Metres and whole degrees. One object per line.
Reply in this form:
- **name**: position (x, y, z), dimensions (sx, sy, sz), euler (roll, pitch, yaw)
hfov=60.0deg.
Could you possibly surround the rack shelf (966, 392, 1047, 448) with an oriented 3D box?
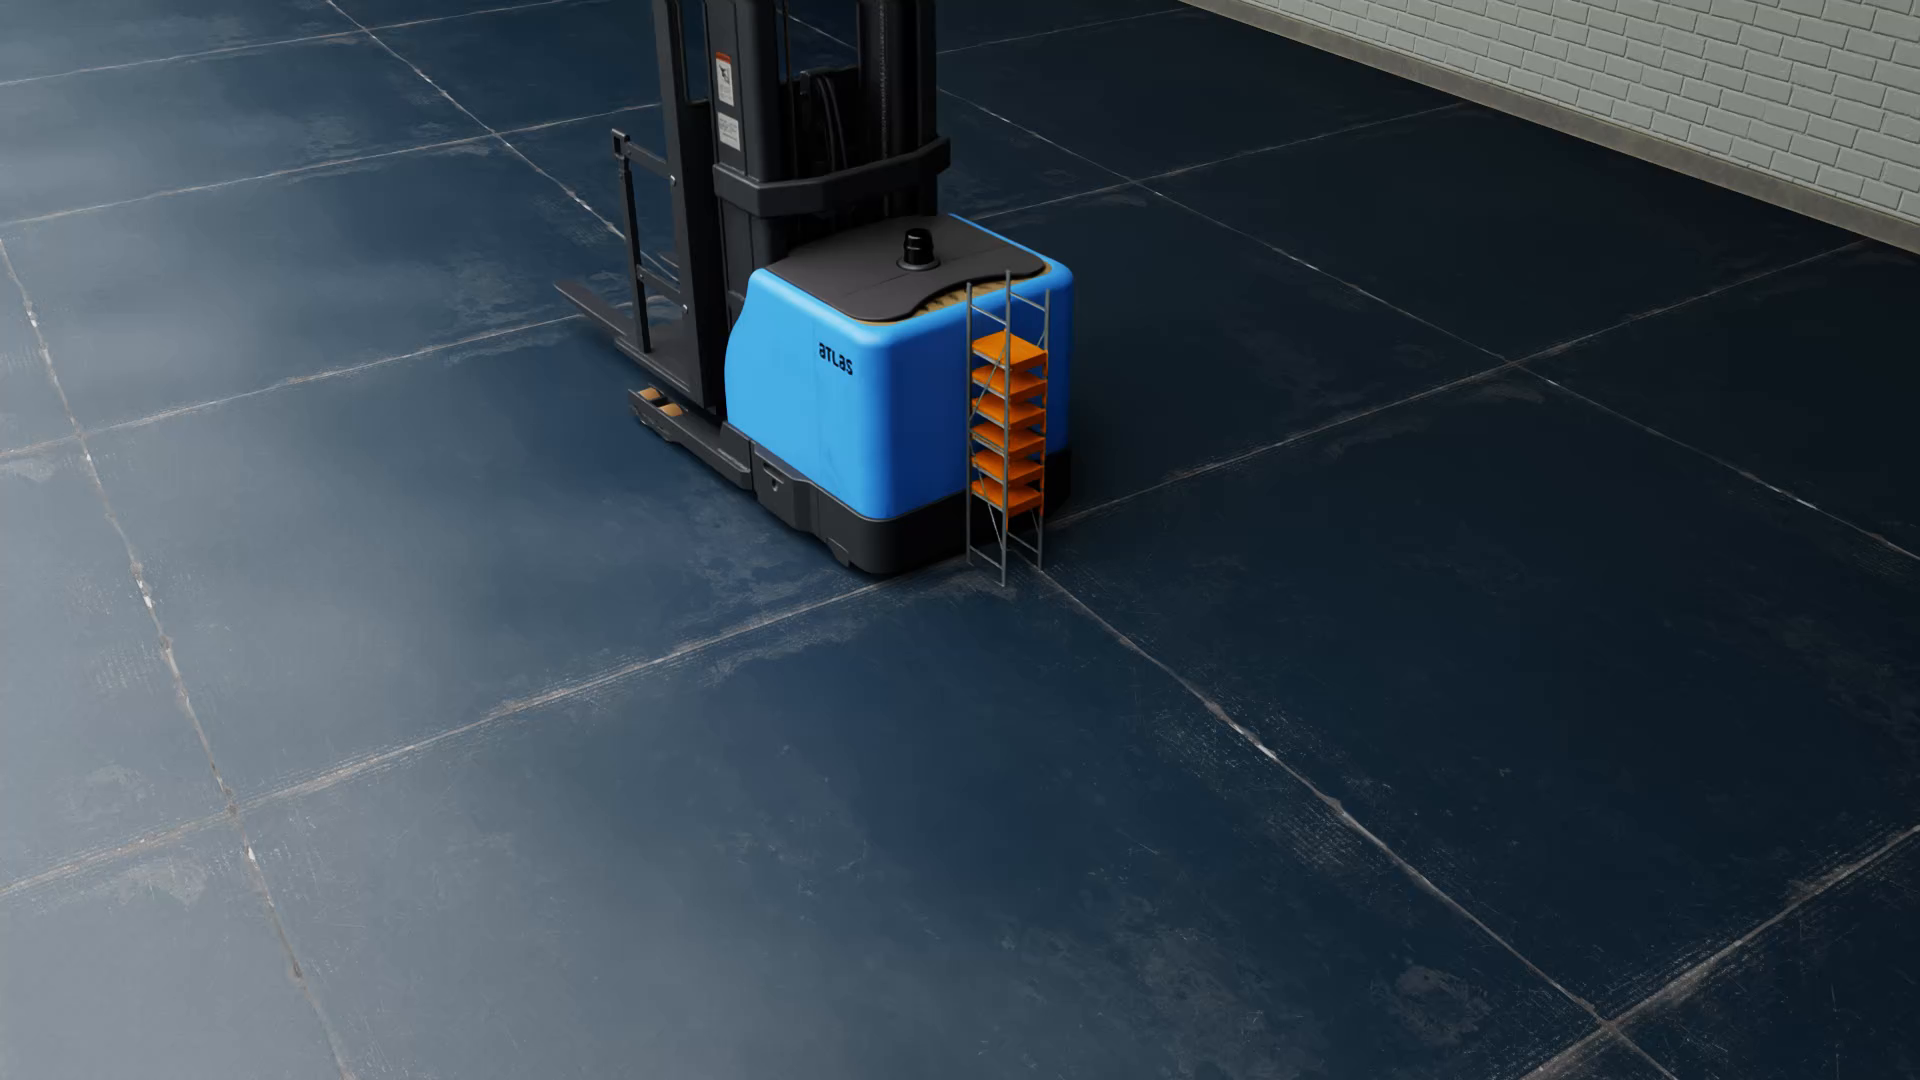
- **rack shelf**: position (0.173, -0.464, 6.219), dimensions (0.180, 0.103, 0.258), euler (-23, 39, -32)

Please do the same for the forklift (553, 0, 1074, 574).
- **forklift**: position (-0.853, -1.830, 6.904), dimensions (1.130, 2.935, 3.031), euler (-23, 39, -32)

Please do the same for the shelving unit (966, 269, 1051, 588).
- **shelving unit**: position (0.173, -0.400, 6.259), dimensions (0.189, 1.200, 0.258), euler (-23, 39, -32)

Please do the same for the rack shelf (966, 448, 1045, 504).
- **rack shelf**: position (0.173, -0.261, 6.347), dimensions (0.180, 0.103, 0.258), euler (-23, 39, -32)

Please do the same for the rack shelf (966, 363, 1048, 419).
- **rack shelf**: position (0.173, -0.565, 6.155), dimensions (0.180, 0.103, 0.258), euler (-23, 39, -32)

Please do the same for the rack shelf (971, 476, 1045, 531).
- **rack shelf**: position (0.173, -0.159, 6.411), dimensions (0.180, 0.103, 0.258), euler (-23, 39, -32)

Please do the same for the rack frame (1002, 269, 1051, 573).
- **rack frame**: position (0.245, -0.430, 6.307), dimensions (0.006, 1.200, 0.240), euler (-23, 39, -32)

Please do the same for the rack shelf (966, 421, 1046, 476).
- **rack shelf**: position (0.173, -0.362, 6.283), dimensions (0.180, 0.103, 0.258), euler (-23, 39, -32)

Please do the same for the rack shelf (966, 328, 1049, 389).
- **rack shelf**: position (0.173, -0.667, 6.091), dimensions (0.180, 0.103, 0.258), euler (-23, 39, -32)

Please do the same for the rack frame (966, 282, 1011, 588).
- **rack frame**: position (0.102, -0.369, 6.211), dimensions (0.006, 1.200, 0.240), euler (-23, 39, -32)
